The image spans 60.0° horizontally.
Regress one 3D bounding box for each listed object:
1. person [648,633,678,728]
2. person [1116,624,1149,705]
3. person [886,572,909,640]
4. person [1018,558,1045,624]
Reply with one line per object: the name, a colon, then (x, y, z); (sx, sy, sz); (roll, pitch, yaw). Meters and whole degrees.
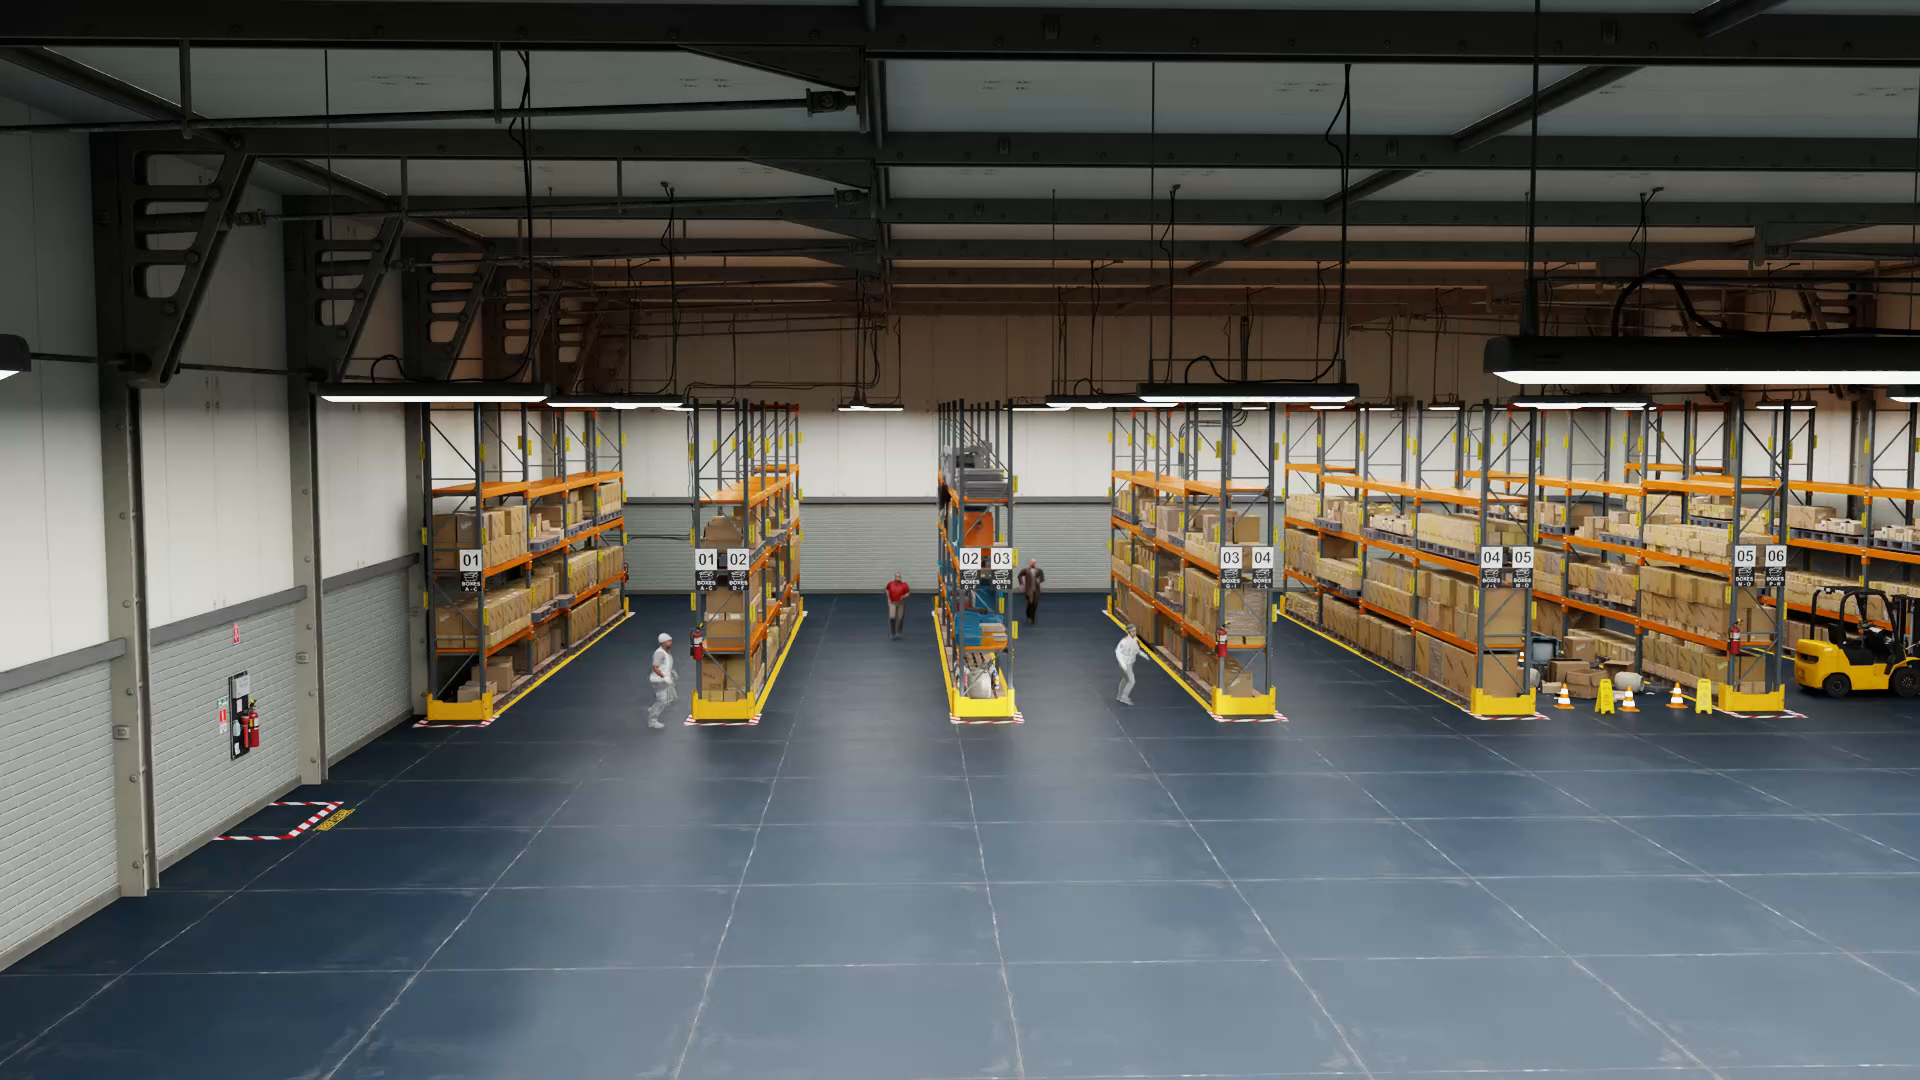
person: (-5.430, 2.560, 30.348); (0.537, 1.727, 0.653); (0, 4, 6)
person: (3.353, 2.446, 32.869); (0.751, 1.620, 0.652); (3, 5, 32)
person: (-1.584, 1.689, 42.235); (0.590, 1.761, 0.829); (0, 4, -1)
person: (1.977, 1.400, 45.402); (0.677, 1.780, 0.766); (-1, 4, -14)
